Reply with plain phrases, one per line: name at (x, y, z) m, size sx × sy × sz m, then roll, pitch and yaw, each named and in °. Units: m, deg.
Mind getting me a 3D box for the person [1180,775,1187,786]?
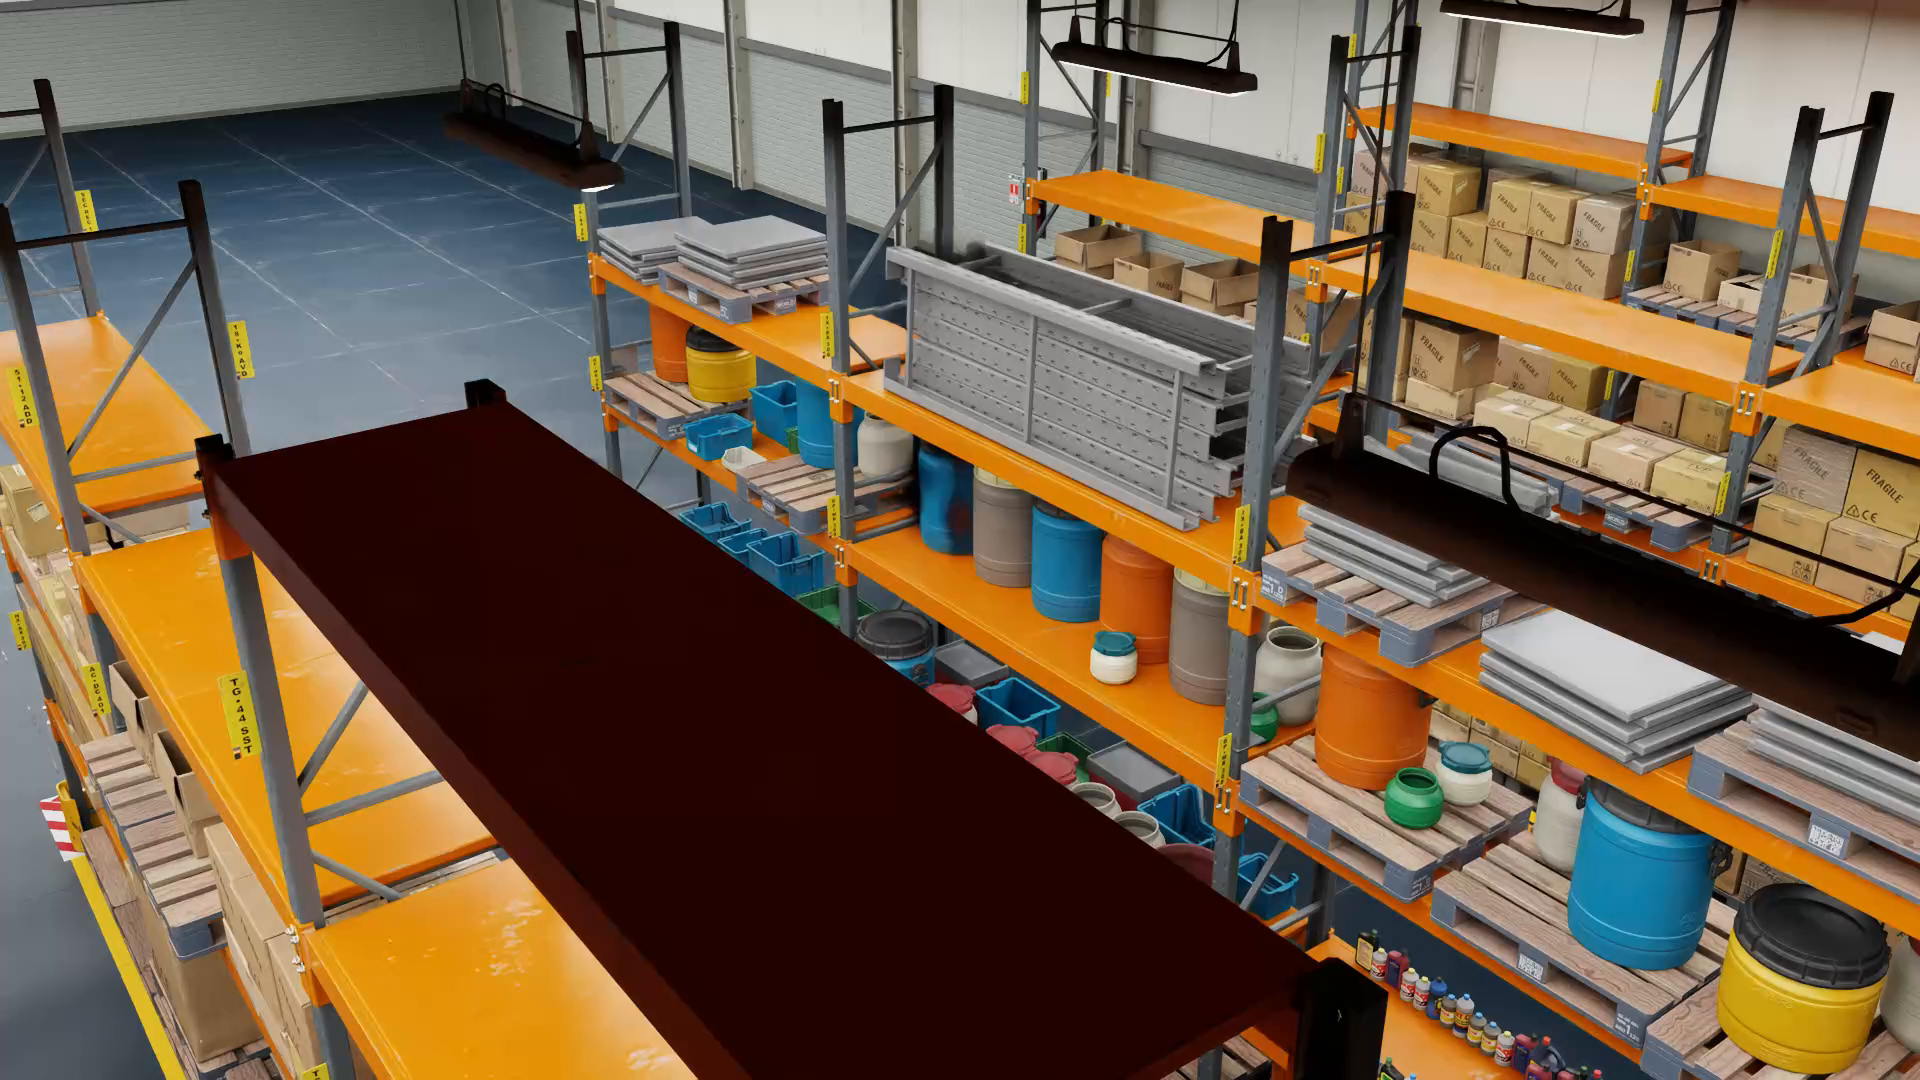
person at (1.605, 1.484, 13.591) m, size 0.690 × 1.759 × 0.982 m, roll -16°, pitch 29°, yaw -30°
